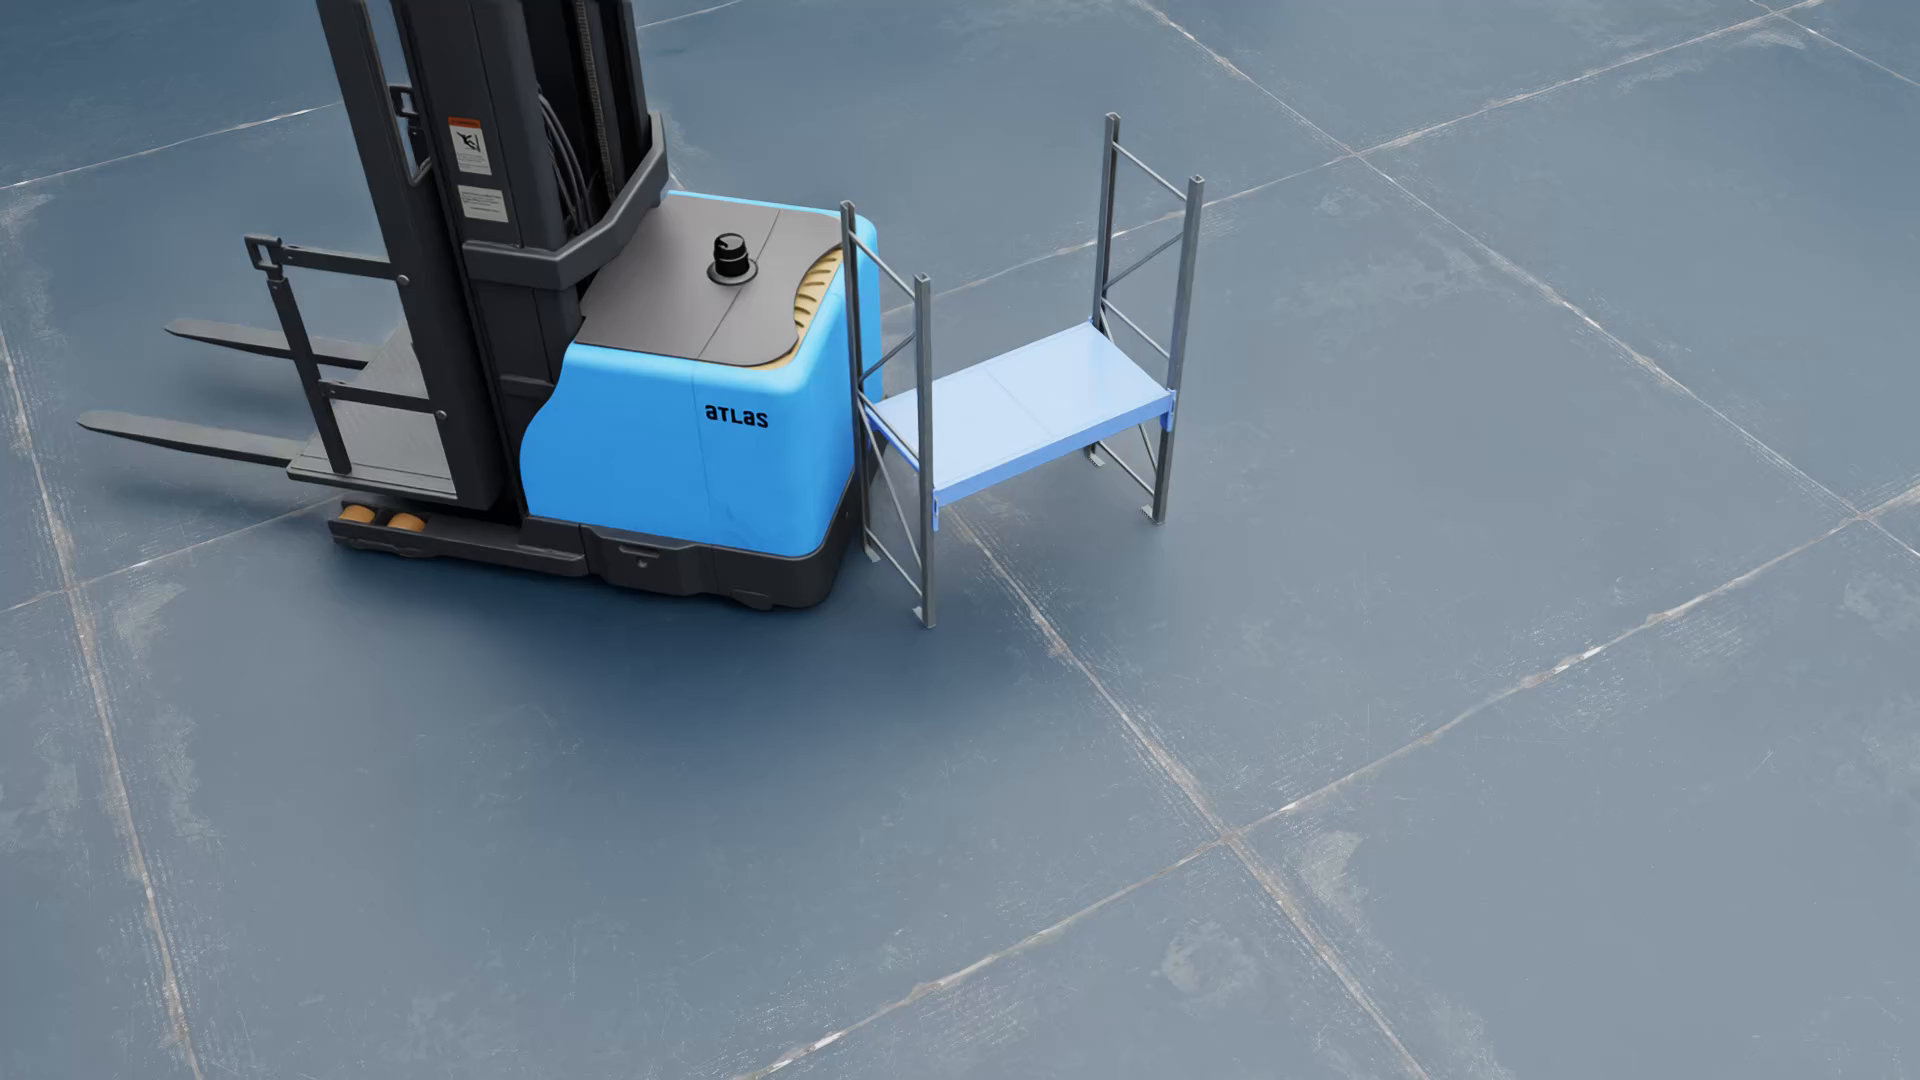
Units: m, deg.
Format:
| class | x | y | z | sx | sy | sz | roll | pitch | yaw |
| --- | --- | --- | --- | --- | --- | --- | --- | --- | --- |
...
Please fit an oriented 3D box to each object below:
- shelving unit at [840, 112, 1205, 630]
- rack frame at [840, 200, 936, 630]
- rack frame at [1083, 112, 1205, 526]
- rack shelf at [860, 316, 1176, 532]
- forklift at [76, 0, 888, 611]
| class | x | y | z | sx | sy | sz | roll | pitch | yaw |
| --- | --- | --- | --- | --- | --- | --- | --- | --- | --- |
| shelving unit | 0.201 | -0.558 | 5.748 | 1.048 | 1.500 | 0.538 | -23 | 49 | -22 |
| rack frame | -0.231 | -0.371 | 5.555 | 0.032 | 1.500 | 0.500 | -23 | 49 | -22 |
| rack frame | 0.633 | -0.745 | 5.940 | 0.032 | 1.500 | 0.500 | -23 | 49 | -22 |
| rack shelf | 0.201 | -0.429 | 5.873 | 1.000 | 0.185 | 0.538 | -23 | 49 | -22 |
| forklift | -1.853 | -1.336 | 5.522 | 3.031 | 2.935 | 1.130 | 9 | 45 | 9 |
